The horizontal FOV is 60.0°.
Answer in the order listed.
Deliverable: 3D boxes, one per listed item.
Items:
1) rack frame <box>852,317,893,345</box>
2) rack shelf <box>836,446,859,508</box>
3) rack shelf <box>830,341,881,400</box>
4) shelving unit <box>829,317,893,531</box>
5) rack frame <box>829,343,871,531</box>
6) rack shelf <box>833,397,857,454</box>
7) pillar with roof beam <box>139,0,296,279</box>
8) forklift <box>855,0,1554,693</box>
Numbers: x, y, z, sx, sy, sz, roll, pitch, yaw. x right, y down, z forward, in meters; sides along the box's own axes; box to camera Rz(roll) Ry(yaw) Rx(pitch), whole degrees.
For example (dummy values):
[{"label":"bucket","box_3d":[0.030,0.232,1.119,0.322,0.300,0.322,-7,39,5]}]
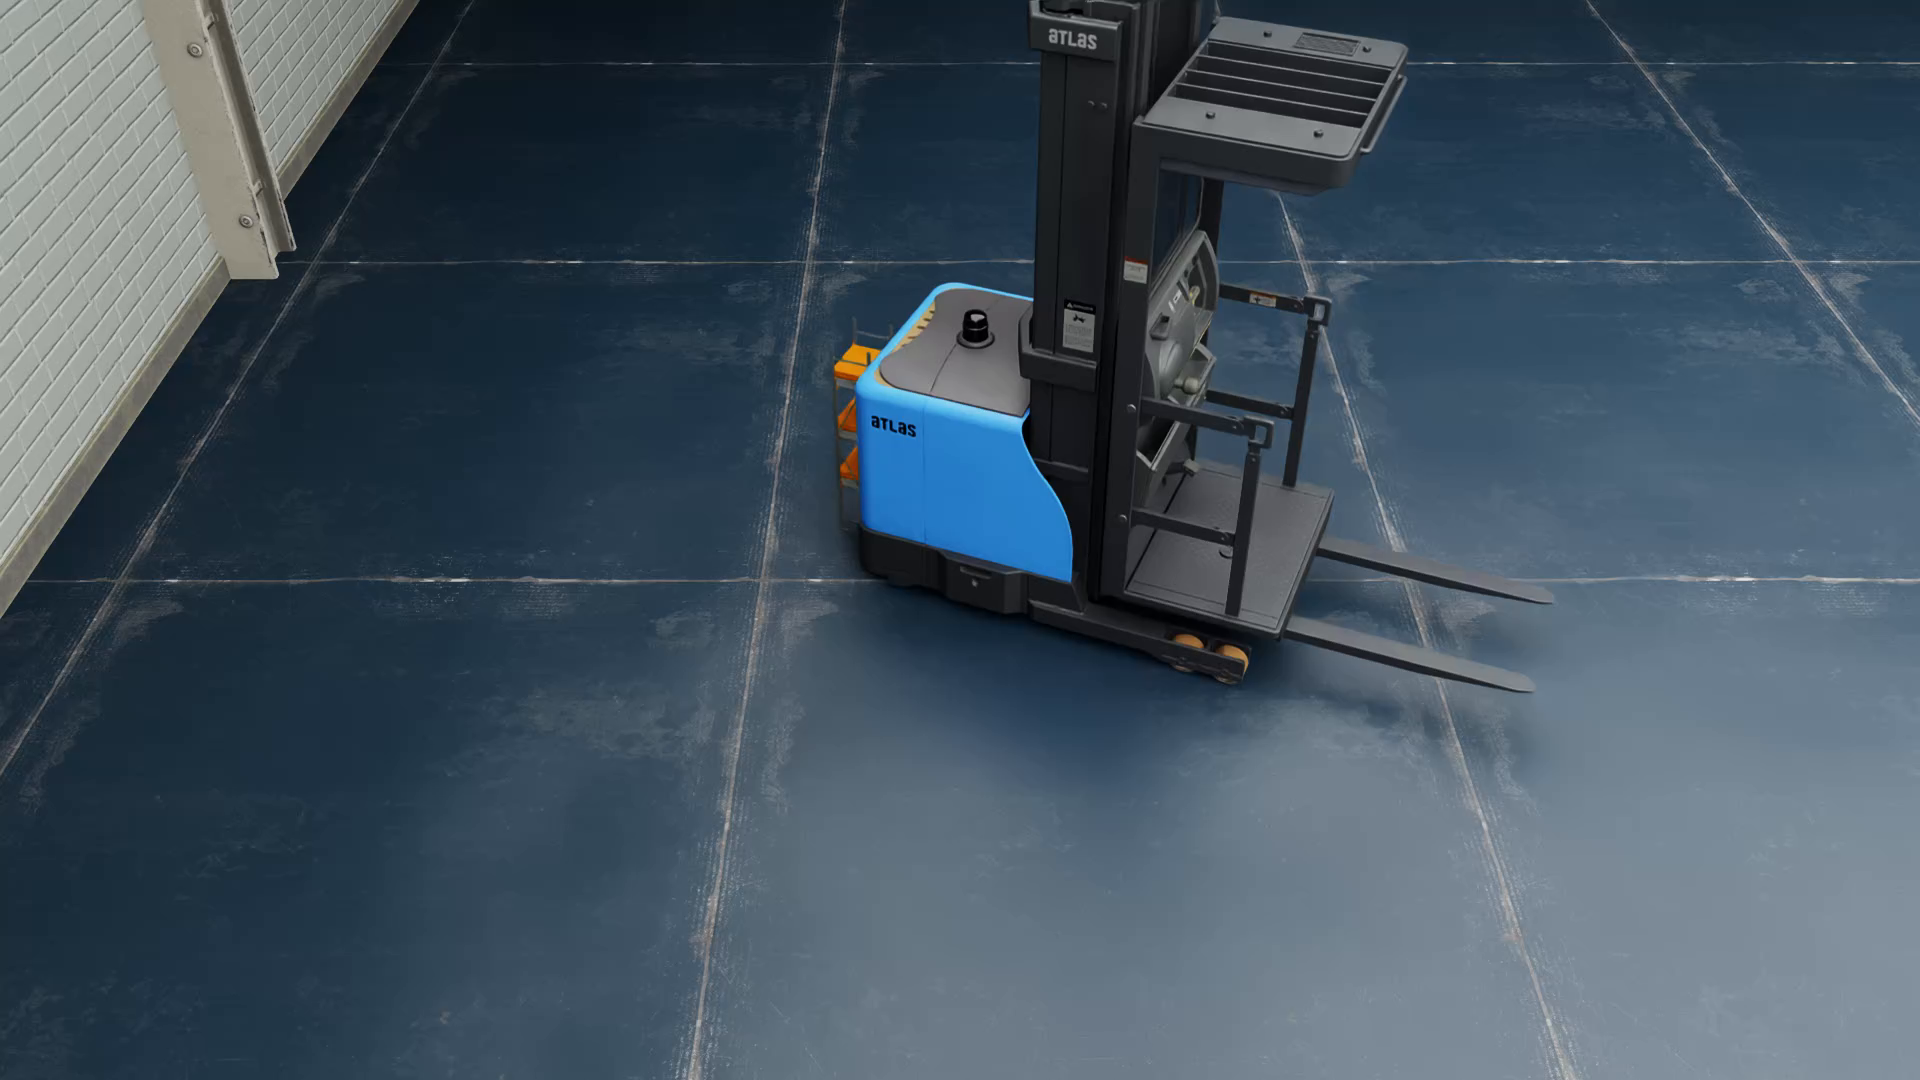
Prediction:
[{"label":"rack frame","box_3d":[-0.398,-0.583,7.883,0.200,1.050,0.008,14,41,17]},{"label":"rack shelf","box_3d":[-0.443,-0.287,7.975,0.215,0.259,0.240,14,41,17]},{"label":"rack shelf","box_3d":[-0.443,-0.725,7.624,0.215,0.259,0.240,14,41,17]},{"label":"shelving unit","box_3d":[-0.443,-0.512,7.795,0.215,1.050,0.252,14,41,17]},{"label":"rack frame","box_3d":[-0.488,-0.441,7.707,0.200,1.050,0.008,14,41,17]},{"label":"rack shelf","box_3d":[-0.443,-0.504,7.802,0.215,0.259,0.240,14,41,17]},{"label":"pillar with roof beam","box_3d":[0.062,-5.200,7.288,9.100,9.000,0.400,0,39,0]},{"label":"forklift","box_3d":[1.098,-0.900,6.775,3.031,2.935,1.130,15,41,18]}]
